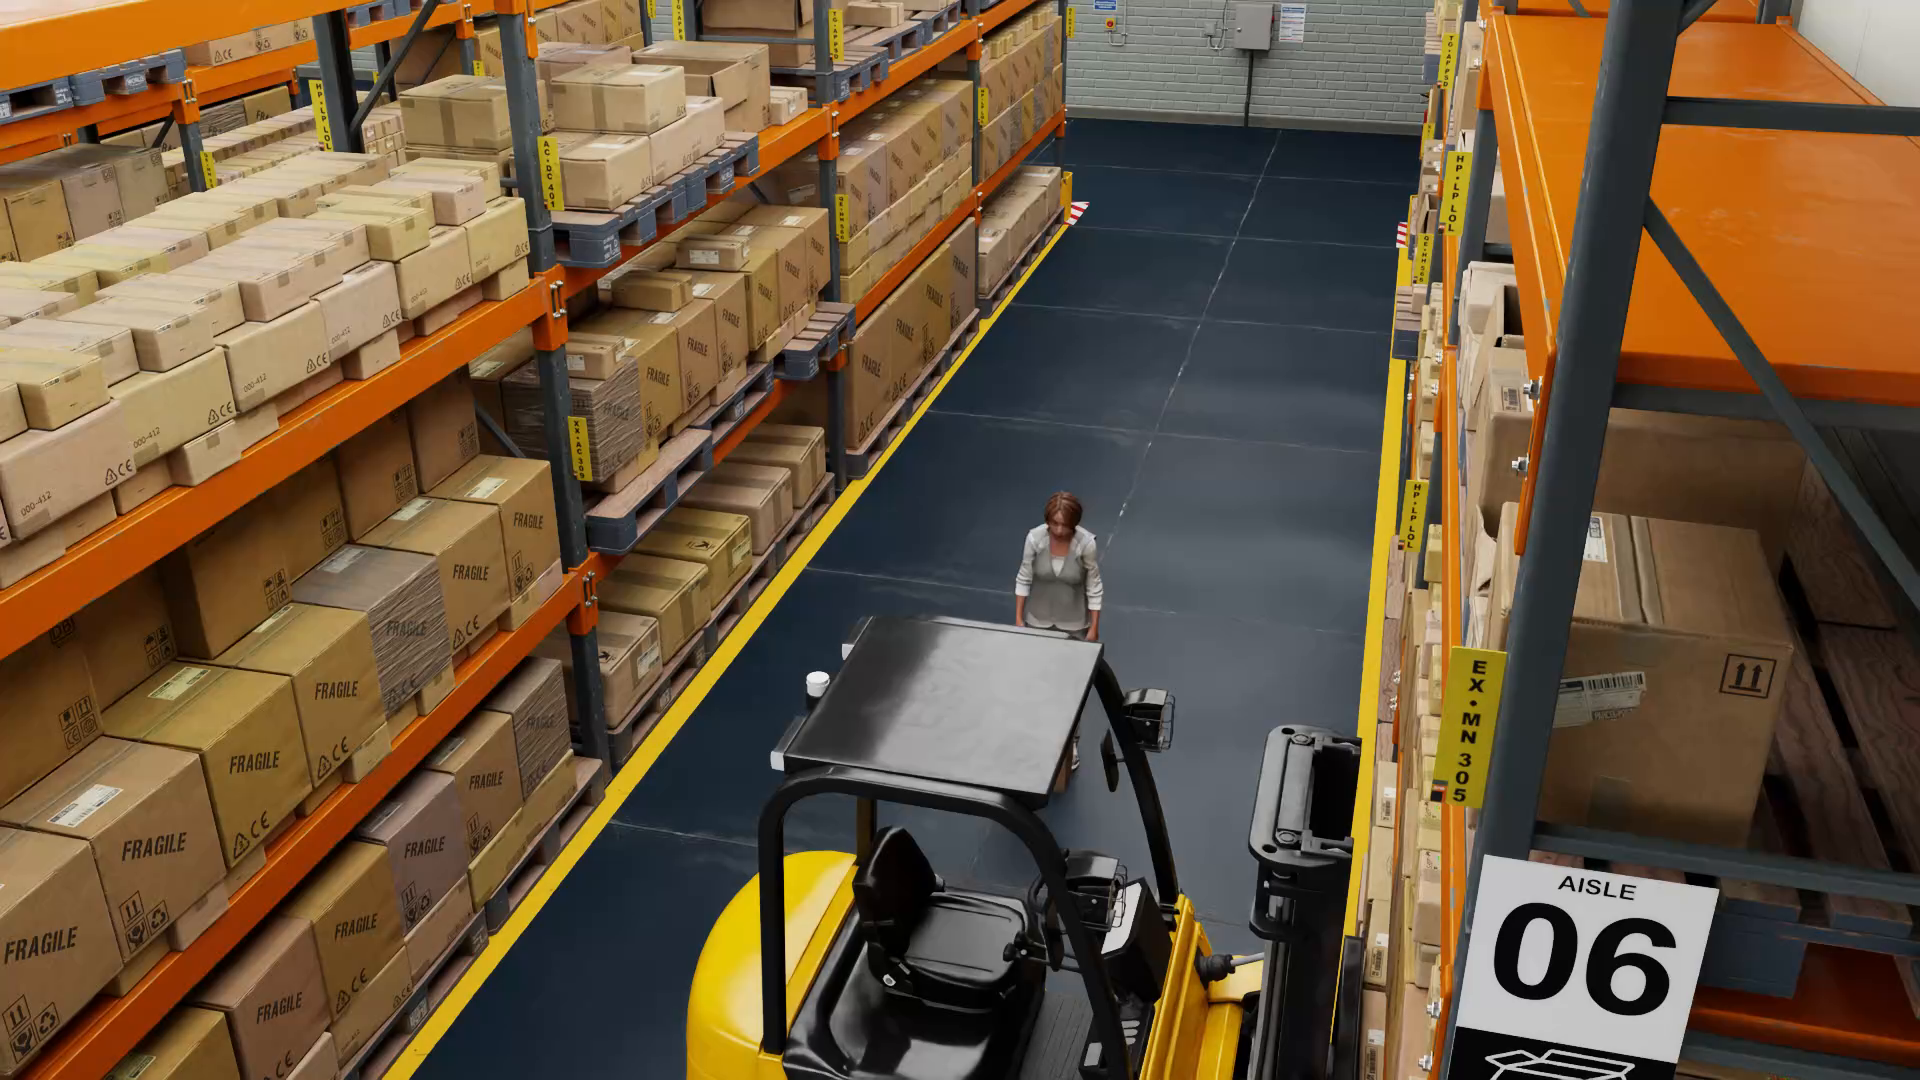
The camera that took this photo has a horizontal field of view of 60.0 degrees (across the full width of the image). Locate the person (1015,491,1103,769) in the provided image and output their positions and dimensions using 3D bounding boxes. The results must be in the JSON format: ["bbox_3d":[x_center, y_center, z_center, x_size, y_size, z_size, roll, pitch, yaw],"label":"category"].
[{"bbox_3d":[0.507,0.502,8.779,0.472,1.484,0.347,5,26,10],"label":"person"}]
